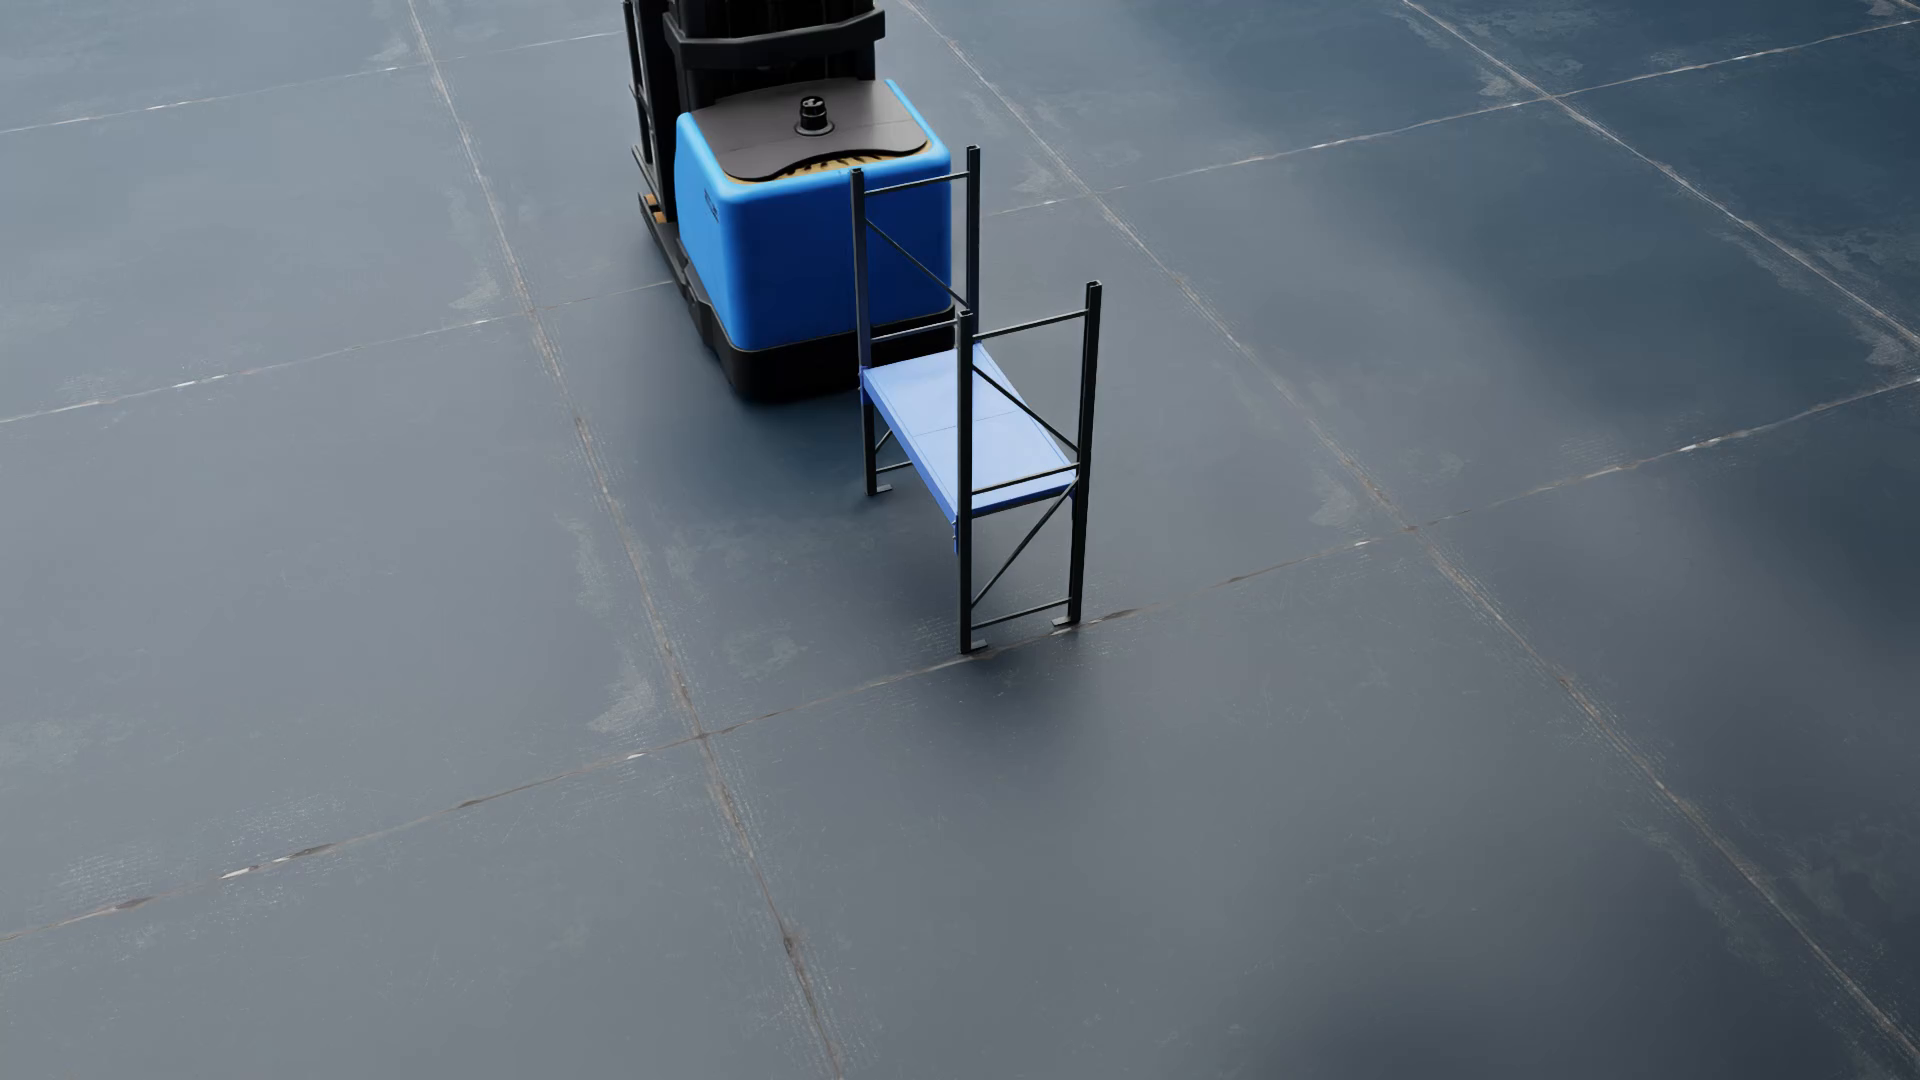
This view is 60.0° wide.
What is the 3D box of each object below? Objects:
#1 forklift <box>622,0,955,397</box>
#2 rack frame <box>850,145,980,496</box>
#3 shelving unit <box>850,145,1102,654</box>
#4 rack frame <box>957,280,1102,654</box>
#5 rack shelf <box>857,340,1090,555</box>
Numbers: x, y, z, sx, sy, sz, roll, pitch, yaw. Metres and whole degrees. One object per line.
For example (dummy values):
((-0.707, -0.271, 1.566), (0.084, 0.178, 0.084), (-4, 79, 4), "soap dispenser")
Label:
((-1.022, -2.715, 7.660), (1.130, 2.935, 3.031), (-14, 43, -16), "forklift")
((-0.162, -0.824, 6.557), (0.500, 1.500, 0.032), (-15, 43, -17), "rack frame")
((0.033, -0.517, 6.201), (0.538, 1.500, 1.048), (-15, 43, -17), "shelving unit")
((0.227, -0.211, 5.845), (0.500, 1.500, 0.032), (-15, 43, -17), "rack frame")
((0.033, -0.381, 6.319), (0.538, 0.185, 1.000), (-15, 43, -17), "rack shelf")
